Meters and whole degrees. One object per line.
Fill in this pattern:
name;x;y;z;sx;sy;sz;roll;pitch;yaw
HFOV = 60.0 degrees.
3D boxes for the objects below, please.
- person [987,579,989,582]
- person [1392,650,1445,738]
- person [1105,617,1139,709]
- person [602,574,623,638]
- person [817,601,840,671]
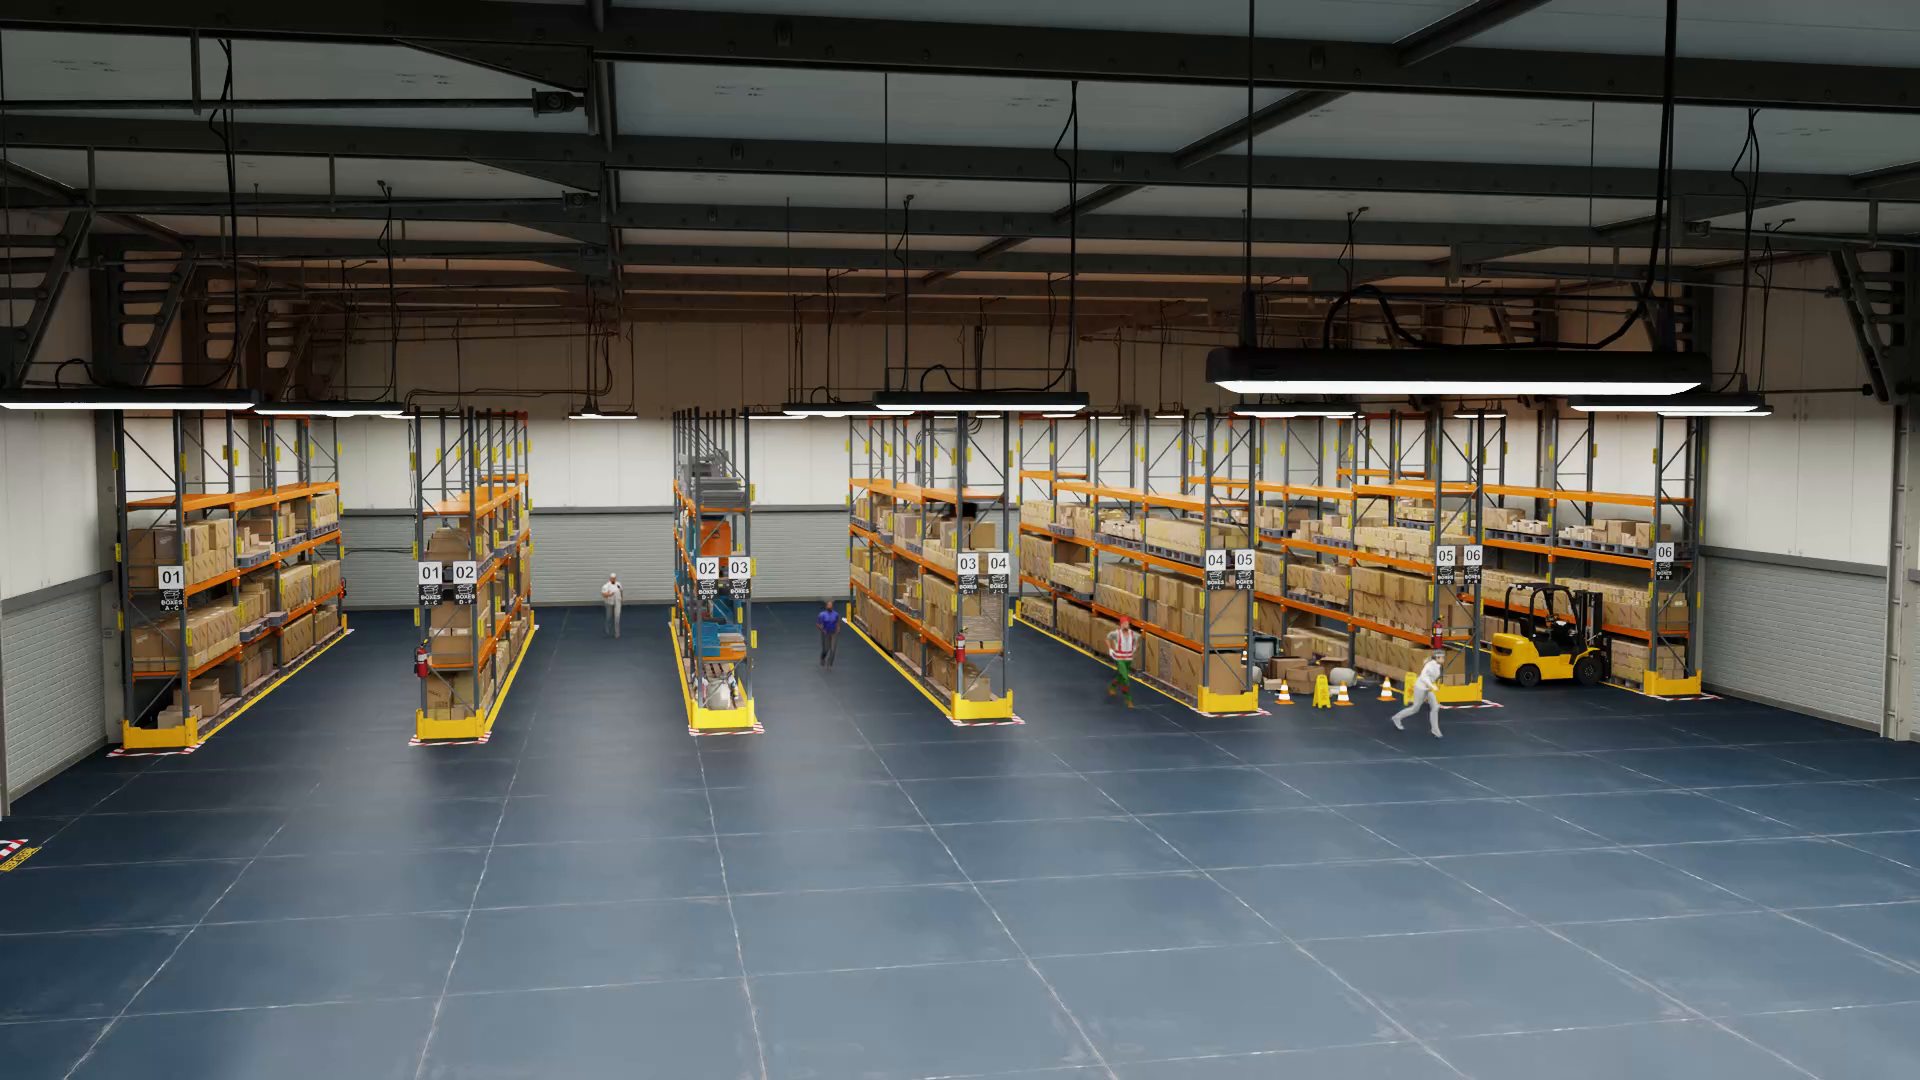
person;0.985;1.343;49.965;0.599;1.661;0.543;2;4;22
person;8.398;2.785;30.409;0.978;1.628;0.654;2;5;29
person;3.299;2.455;33.667;0.608;1.840;1.064;-2;5;-30
person;-9.254;1.720;44.313;0.599;1.669;0.933;-2;4;-23
person;-3.015;2.196;38.296;0.563;1.609;0.589;-1;4;-20
